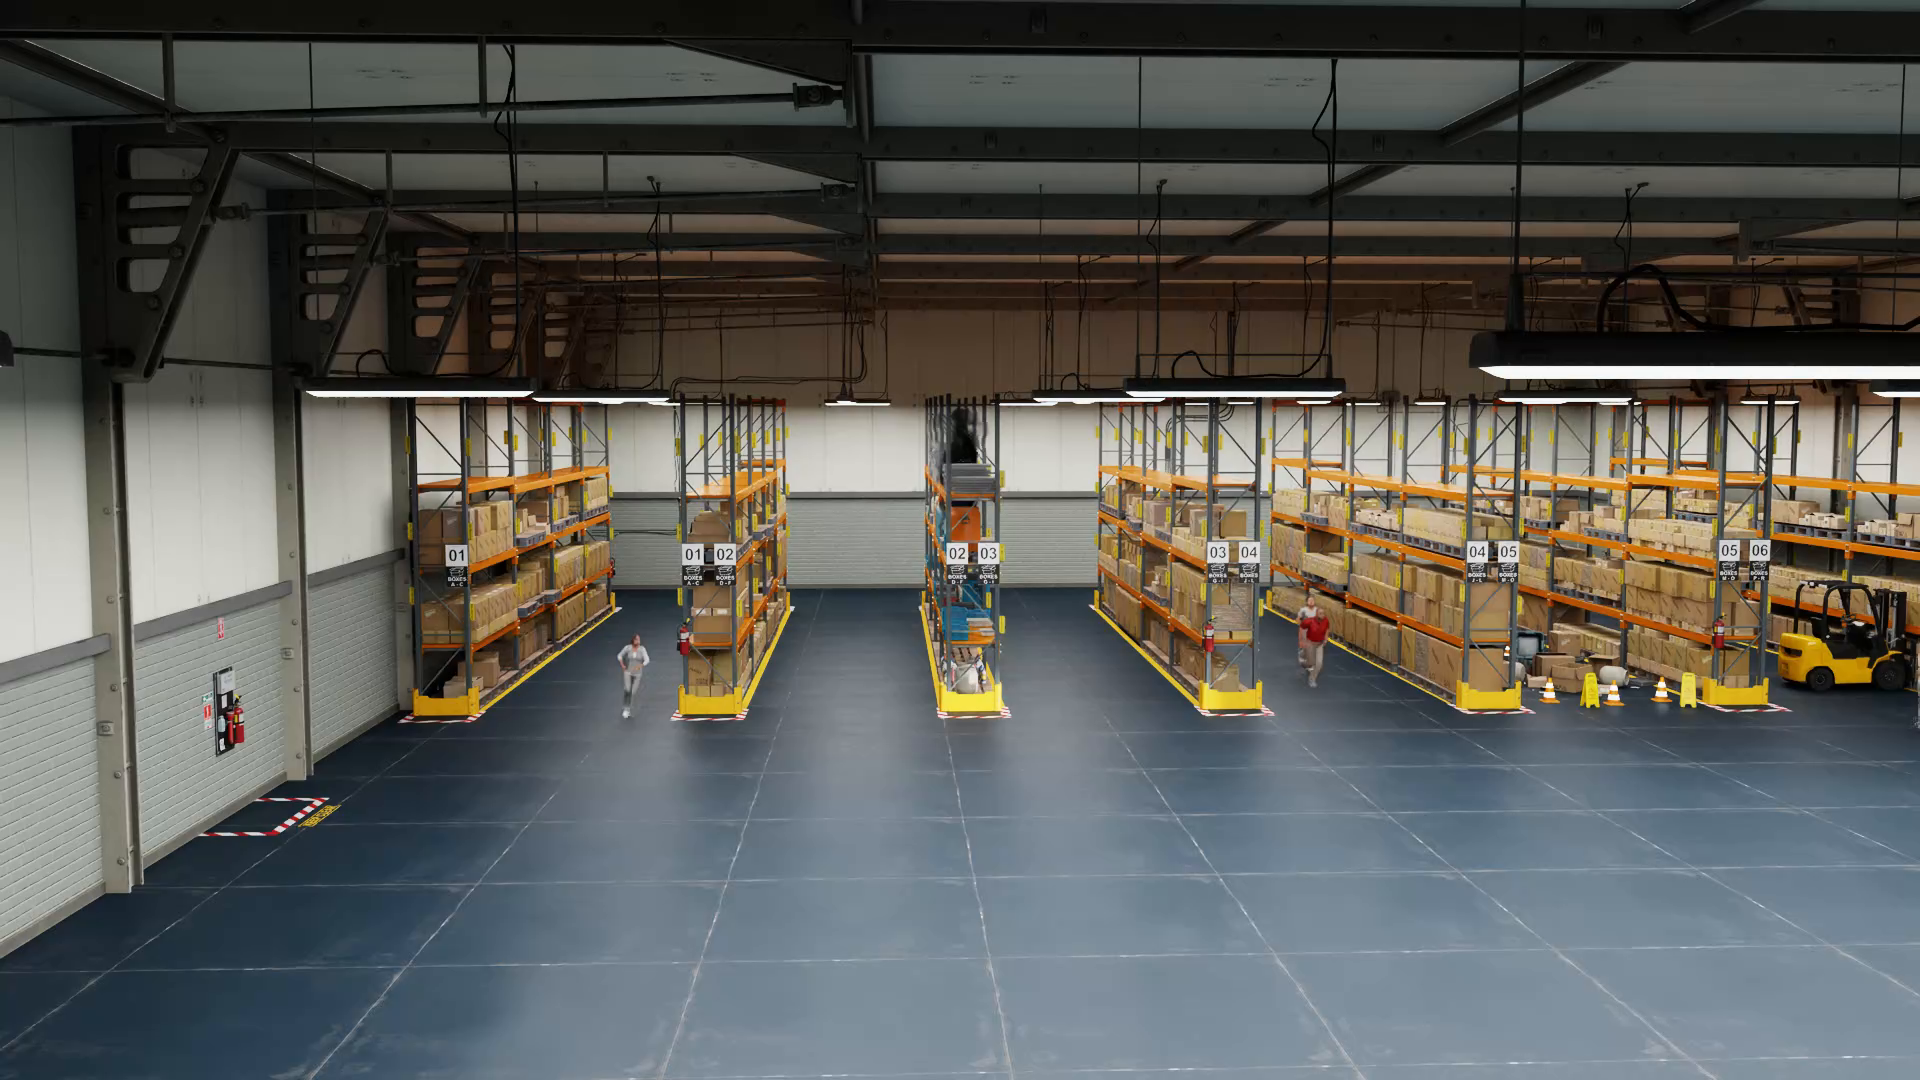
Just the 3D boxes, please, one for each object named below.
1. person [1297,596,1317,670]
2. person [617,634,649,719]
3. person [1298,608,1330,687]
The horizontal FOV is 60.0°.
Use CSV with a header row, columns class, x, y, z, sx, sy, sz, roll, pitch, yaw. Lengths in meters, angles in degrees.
class,x,y,z,sx,sy,sz,roll,pitch,yaw
person,7.687,2.033,36.453,0.556,1.637,0.585,-1,5,-11
person,-6.064,2.525,30.923,0.559,1.595,0.625,-2,5,-19
person,7.306,2.202,34.435,0.659,1.669,0.791,-2,5,-20
